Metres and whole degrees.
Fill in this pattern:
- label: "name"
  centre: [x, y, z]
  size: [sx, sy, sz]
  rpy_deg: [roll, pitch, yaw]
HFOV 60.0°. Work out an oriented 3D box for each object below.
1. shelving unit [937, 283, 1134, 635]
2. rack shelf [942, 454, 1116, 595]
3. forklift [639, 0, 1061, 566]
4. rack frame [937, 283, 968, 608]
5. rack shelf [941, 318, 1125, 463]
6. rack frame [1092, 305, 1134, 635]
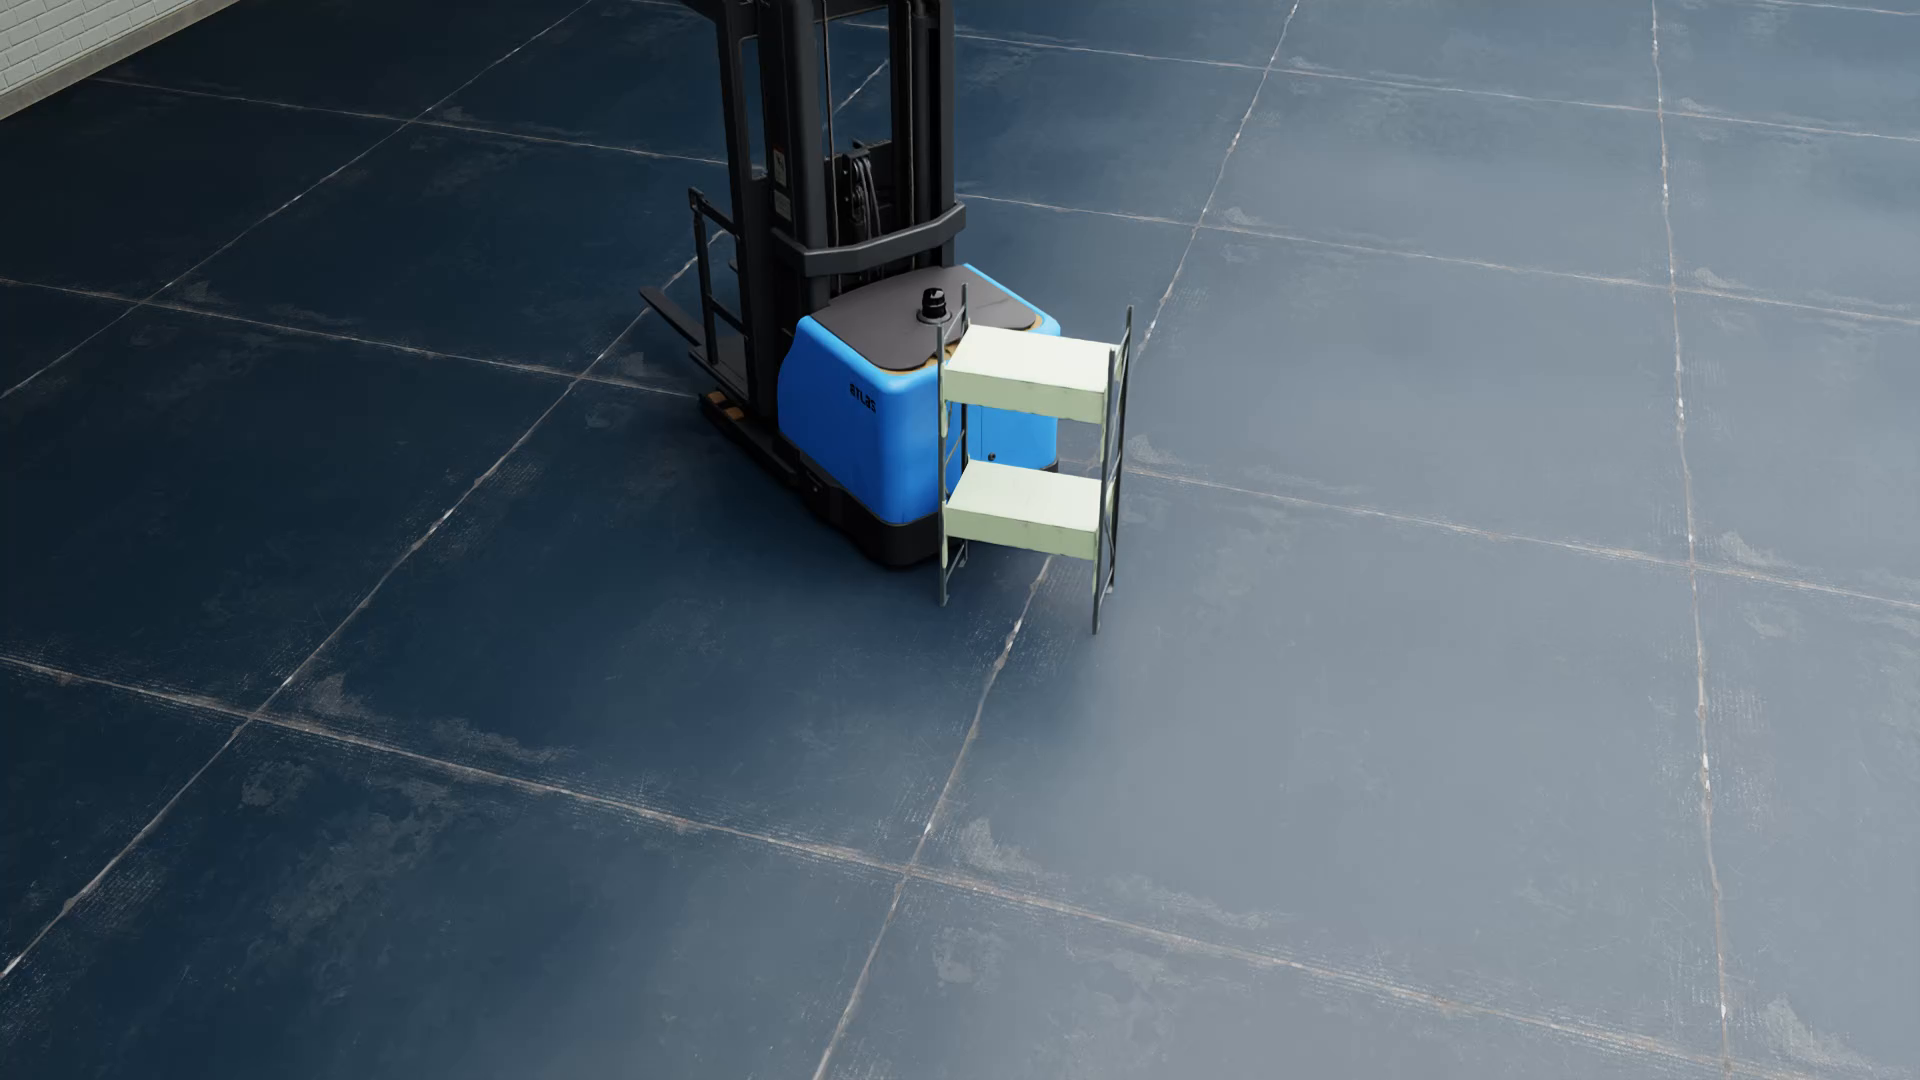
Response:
- label: "shelving unit"
  centre: [0.321, -0.341, 7.448]
  size: [0.755, 1.500, 0.431]
  rpy_deg: [10, 37, 13]
- label: "rack shelf"
  centre: [0.321, -0.078, 7.641]
  size: [0.720, 0.370, 0.431]
  rpy_deg: [10, 37, 13]
- label: "forklift"
  centre: [-0.769, -1.884, 8.338]
  size: [1.130, 2.935, 3.031]
  rpy_deg: [-23, 42, -28]
- label: "rack frame"
  centre: [-0.030, -0.401, 7.530]
  size: [0.023, 1.500, 0.400]
  rpy_deg: [10, 37, 13]
- label: "rack shelf"
  centre: [0.321, -0.655, 7.216]
  size: [0.720, 0.370, 0.431]
  rpy_deg: [10, 37, 13]
- label: "rack frame"
  centre: [0.673, -0.280, 7.366]
  size: [0.023, 1.500, 0.400]
  rpy_deg: [10, 37, 13]
